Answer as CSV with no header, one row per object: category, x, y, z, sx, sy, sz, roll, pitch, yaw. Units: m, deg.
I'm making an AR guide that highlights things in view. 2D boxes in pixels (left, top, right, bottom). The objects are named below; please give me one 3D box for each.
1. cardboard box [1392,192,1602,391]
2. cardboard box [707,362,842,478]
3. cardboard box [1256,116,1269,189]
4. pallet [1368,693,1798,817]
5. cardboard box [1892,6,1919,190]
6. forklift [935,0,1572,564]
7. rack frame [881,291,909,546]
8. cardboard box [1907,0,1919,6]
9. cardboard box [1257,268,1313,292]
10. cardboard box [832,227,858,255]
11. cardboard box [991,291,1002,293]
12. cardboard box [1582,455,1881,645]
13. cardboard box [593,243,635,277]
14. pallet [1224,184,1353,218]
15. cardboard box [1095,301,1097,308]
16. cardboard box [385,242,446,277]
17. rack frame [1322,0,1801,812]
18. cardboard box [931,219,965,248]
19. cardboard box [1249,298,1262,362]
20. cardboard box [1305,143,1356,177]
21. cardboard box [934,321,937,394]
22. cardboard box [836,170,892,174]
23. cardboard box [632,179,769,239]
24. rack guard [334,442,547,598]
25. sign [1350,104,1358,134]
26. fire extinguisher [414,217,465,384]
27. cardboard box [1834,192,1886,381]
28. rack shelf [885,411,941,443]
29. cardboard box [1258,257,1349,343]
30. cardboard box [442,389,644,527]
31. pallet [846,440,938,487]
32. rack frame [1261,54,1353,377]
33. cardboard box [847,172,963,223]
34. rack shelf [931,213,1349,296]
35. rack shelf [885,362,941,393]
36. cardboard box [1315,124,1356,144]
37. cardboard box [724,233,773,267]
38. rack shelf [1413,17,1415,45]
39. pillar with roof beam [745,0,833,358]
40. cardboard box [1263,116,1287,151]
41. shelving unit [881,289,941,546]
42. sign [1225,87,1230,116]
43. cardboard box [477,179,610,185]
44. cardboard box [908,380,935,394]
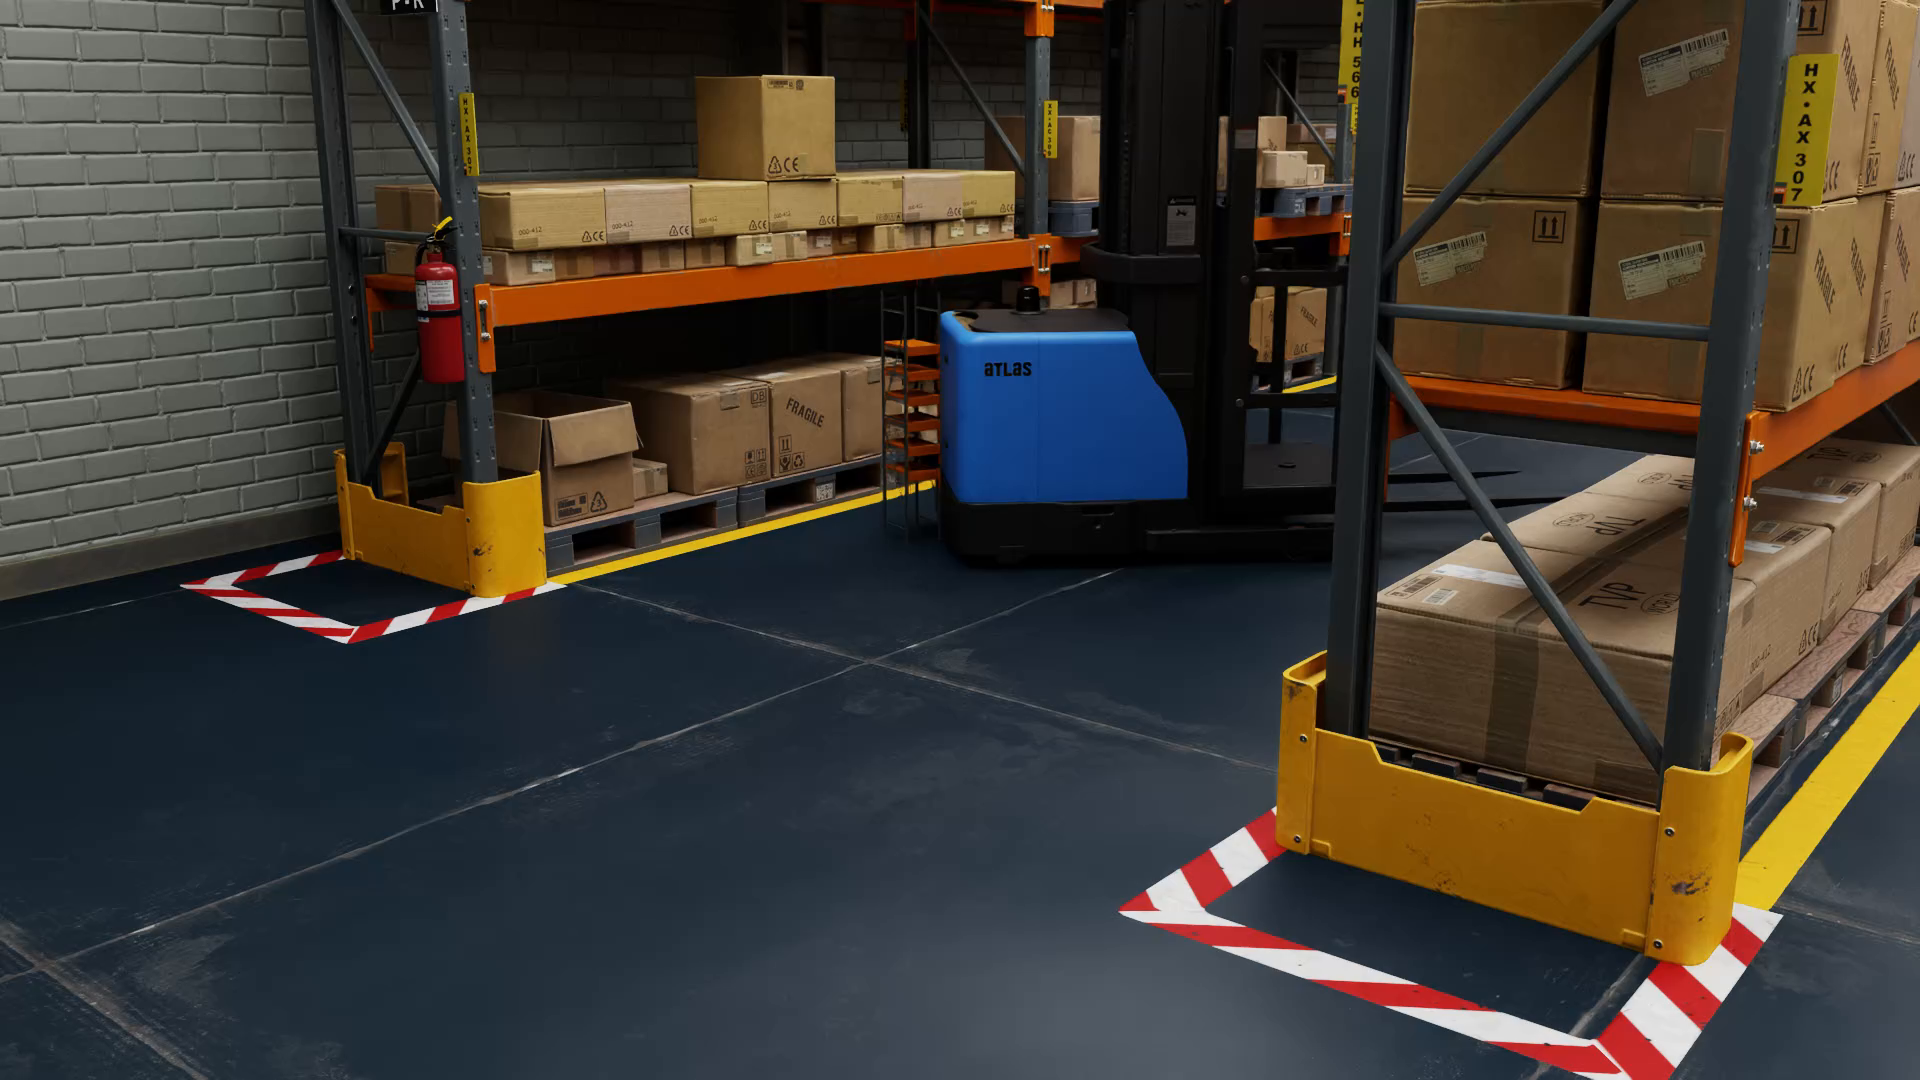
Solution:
cardboard box,1.547,-0.721,4.664,0.500,0.500,0.500,11,18,38
cardboard box,-0.978,-0.644,8.790,0.500,0.500,0.500,12,18,39
cardboard box,1.733,-2.751,11.796,0.797,0.503,0.637,11,18,36
pallet,1.891,0.647,5.146,1.003,0.211,1.213,11,18,38
cardboard box,2.610,-1.320,4.991,0.500,0.500,0.500,11,18,37
forklift,1.429,-1.448,7.869,3.031,2.935,1.130,-2,14,-7
rack frame,-0.313,-0.577,7.957,0.006,1.200,0.240,-9,17,-30
cardboard box,2.715,-1.658,5.005,0.380,0.149,0.250,11,18,38
cardboard box,2.501,-2.011,12.853,0.380,0.149,0.250,10,17,35
cardboard box,-0.768,-1.612,8.887,0.380,0.149,0.250,12,18,38
cardboard box,0.415,-1.593,11.207,0.380,0.149,0.250,11,18,38
cardboard box,2.923,0.009,6.348,0.875,0.438,0.875,11,18,36
cardboard box,-1.731,-1.317,7.724,0.380,0.149,0.250,11,18,37
pallet,2.243,-2.605,12.673,1.213,0.211,1.003,11,18,38
cardboard box,0.799,-1.522,10.929,0.380,0.149,0.250,10,17,35
cardboard box,-2.414,-1.290,7.617,0.380,0.149,0.250,11,18,37
rack frame,1.450,-0.539,4.152,1.000,3.000,0.127,11,18,38
cardboard box,-0.195,-1.744,9.405,0.380,0.149,0.250,12,18,39
cardboard box,1.867,-1.521,12.243,0.500,0.500,0.500,12,19,40
cardboard box,3.103,-3.051,13.331,0.500,0.250,0.500,11,18,37
cardboard box,0.179,-1.204,10.995,0.500,0.500,0.500,11,18,37
cardboard box,-0.730,-1.994,9.579,0.500,0.250,0.500,11,18,37
cardboard box,-1.286,-1.617,8.097,0.500,0.250,0.500,11,18,36
rack guard,-2.366,-0.109,7.538,1.175,0.500,0.348,11,18,38
sign,3.043,-3.279,12.747,0.100,0.325,0.005,11,18,38
fire extinguisher,-2.146,-0.988,6.836,0.296,0.674,0.183,11,18,38
cardboard box,2.271,-0.736,4.725,0.500,0.500,0.500,11,18,37
rack shelf,-0.234,-0.546,8.014,0.180,0.103,0.258,-9,17,-30
cardboard box,3.017,-2.008,13.906,0.875,0.625,0.625,12,19,39
cardboard box,-1.955,-0.402,7.832,0.797,0.503,0.637,10,18,35
pallet,-0.332,-0.589,10.014,1.003,0.211,1.213,11,18,38
rack frame,2.615,-2.838,13.204,1.000,3.000,0.127,11,18,38
cardboard box,-0.333,-1.910,9.251,0.500,0.250,0.500,11,18,38
rack shelf,1.358,-2.107,11.784,1.077,0.370,4.000,11,18,38
rack shelf,-0.235,-0.778,7.955,0.180,0.103,0.258,-9,17,-30
cardboard box,3.044,-3.217,13.172,0.380,0.149,0.250,12,19,39
cardboard box,-1.145,-1.444,8.225,0.380,0.149,0.250,11,18,36
rack shelf,3.872,-4.326,14.431,1.077,0.370,4.000,11,18,38
pillar with roof beam,2.310,-4.320,6.851,9.100,9.000,0.400,11,18,38
cardboard box,2.170,-3.016,12.847,0.500,0.500,0.500,12,19,40
shelving unit,-0.234,-0.589,8.003,0.189,1.200,0.258,-9,17,-30
sign,2.181,-3.485,13.397,0.100,0.325,0.005,11,18,38
cardboard box,-2.006,-1.605,8.051,0.500,0.250,0.500,11,18,38
cardboard box,-0.498,-0.883,10.113,0.500,0.311,0.500,12,19,39
